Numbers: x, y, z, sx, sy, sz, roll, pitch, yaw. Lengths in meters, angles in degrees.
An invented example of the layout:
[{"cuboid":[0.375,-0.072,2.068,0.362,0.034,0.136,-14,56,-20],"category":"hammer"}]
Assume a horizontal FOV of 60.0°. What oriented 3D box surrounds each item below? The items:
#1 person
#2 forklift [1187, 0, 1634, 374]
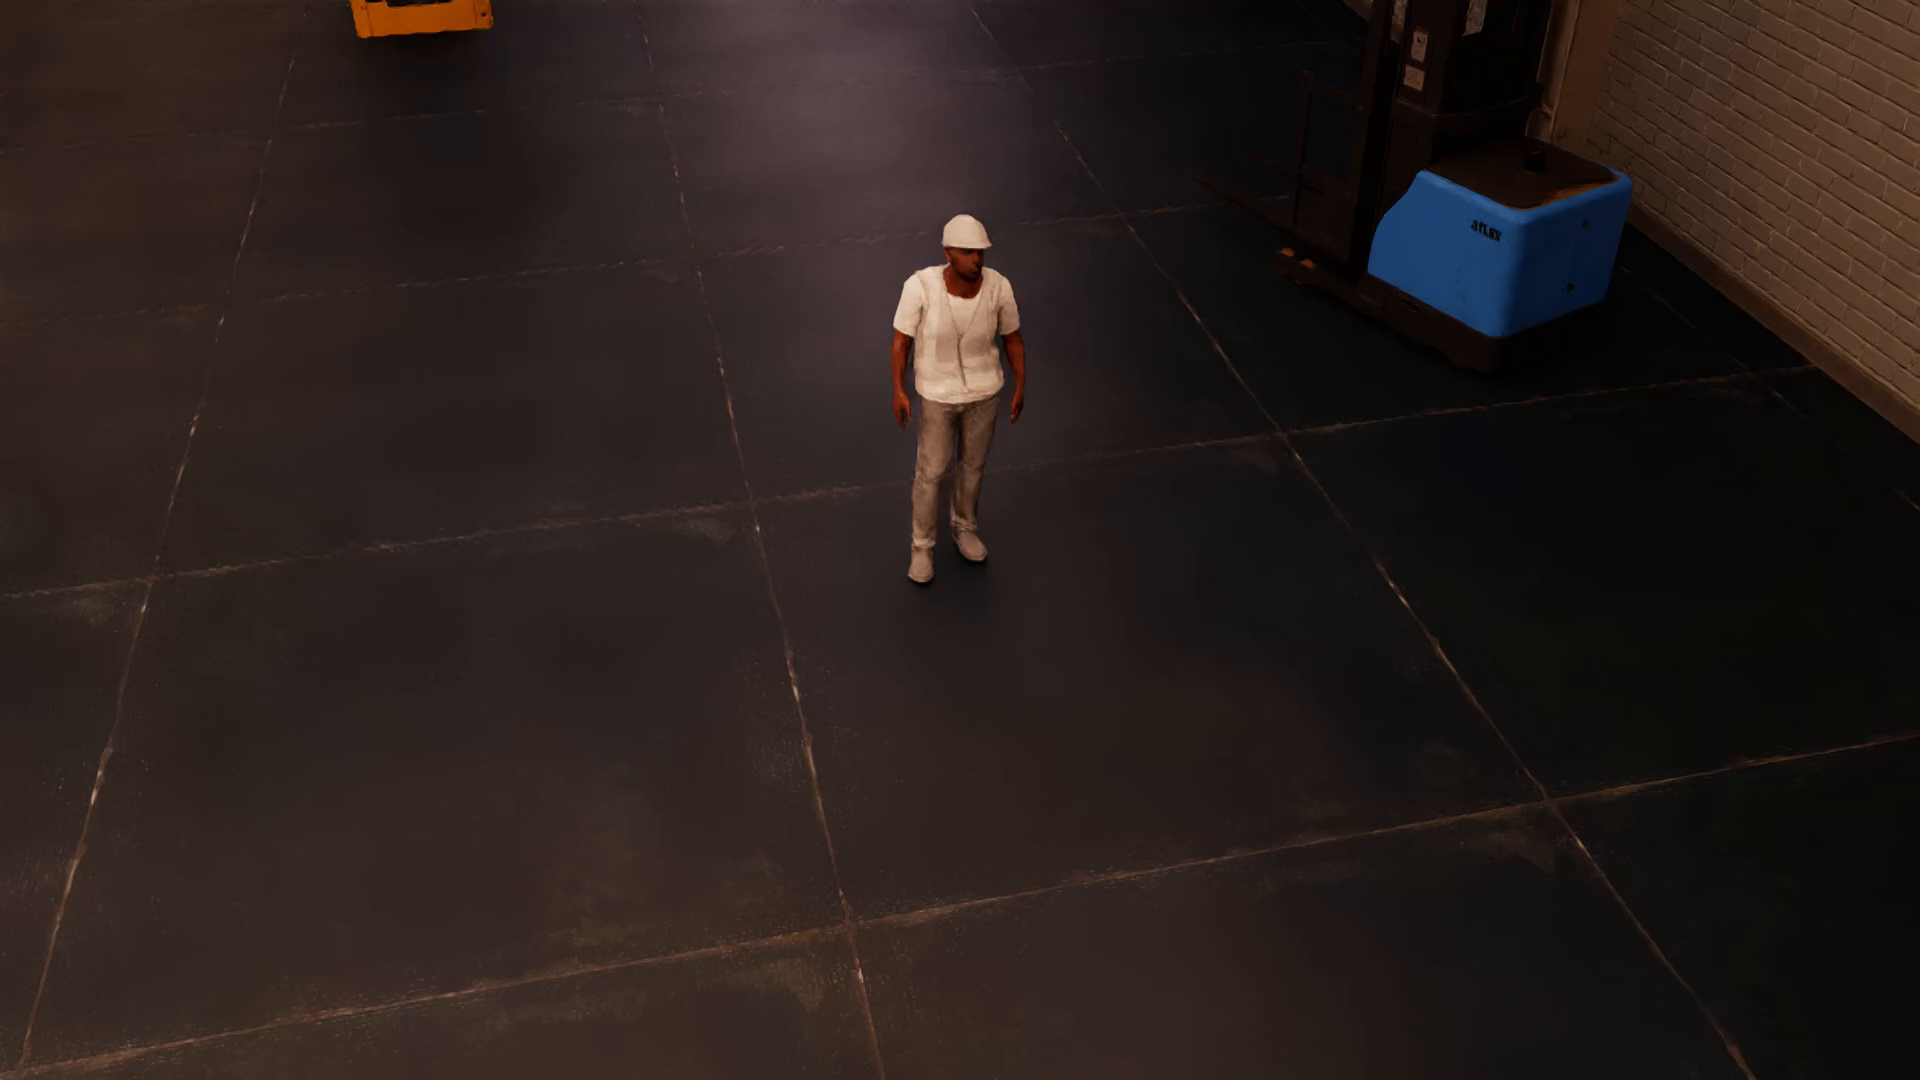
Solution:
[{"cuboid":[0.010,-0.682,7.983,0.665,1.766,0.576,-8,36,-11],"category":"person"},{"cuboid":[2.714,-2.991,10.206,1.130,2.935,3.031,-21,41,-26],"category":"forklift"}]
